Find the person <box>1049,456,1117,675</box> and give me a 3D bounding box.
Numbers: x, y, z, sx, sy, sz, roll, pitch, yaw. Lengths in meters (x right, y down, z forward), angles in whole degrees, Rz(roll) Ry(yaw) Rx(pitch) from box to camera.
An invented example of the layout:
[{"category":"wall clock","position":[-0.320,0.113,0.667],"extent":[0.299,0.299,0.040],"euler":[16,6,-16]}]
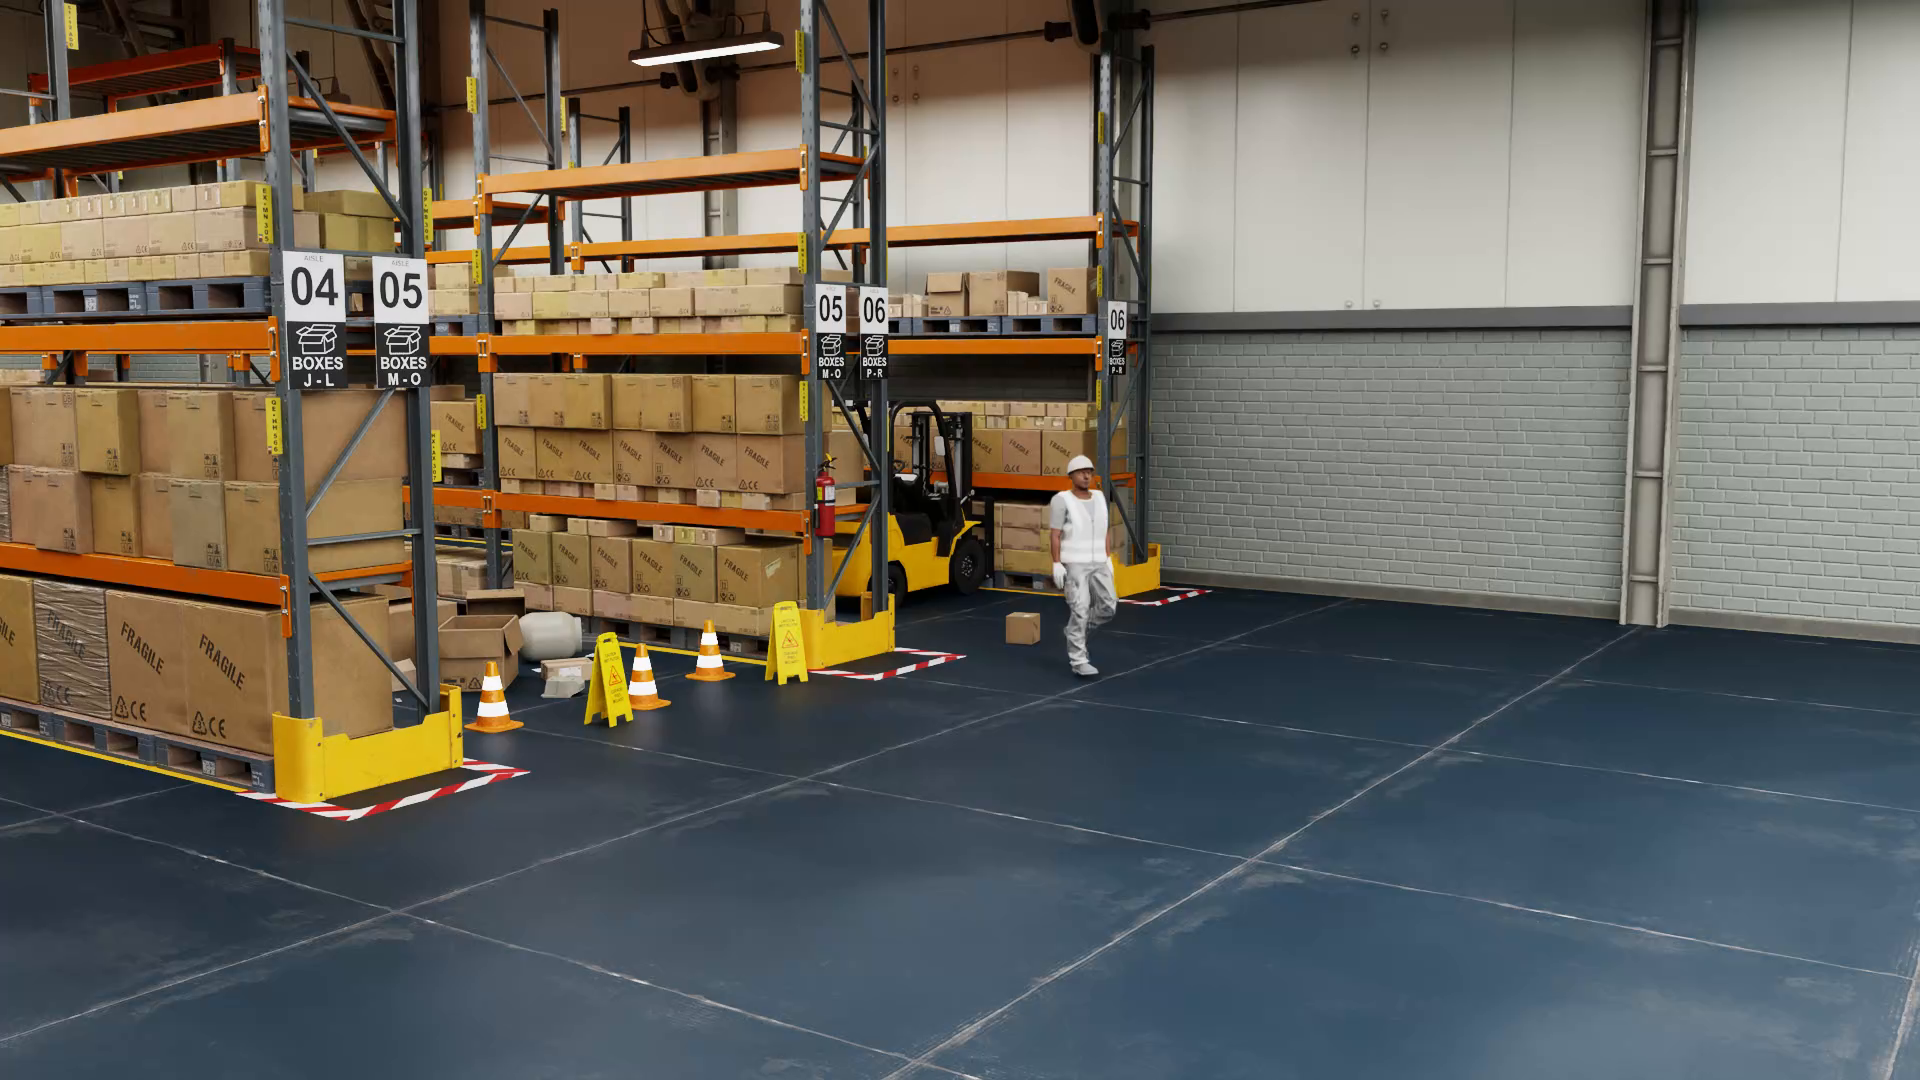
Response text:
[{"category":"person","position":[0.994,0.194,13.588],"extent":[0.578,1.773,0.584],"euler":[-4,7,-30]}]
